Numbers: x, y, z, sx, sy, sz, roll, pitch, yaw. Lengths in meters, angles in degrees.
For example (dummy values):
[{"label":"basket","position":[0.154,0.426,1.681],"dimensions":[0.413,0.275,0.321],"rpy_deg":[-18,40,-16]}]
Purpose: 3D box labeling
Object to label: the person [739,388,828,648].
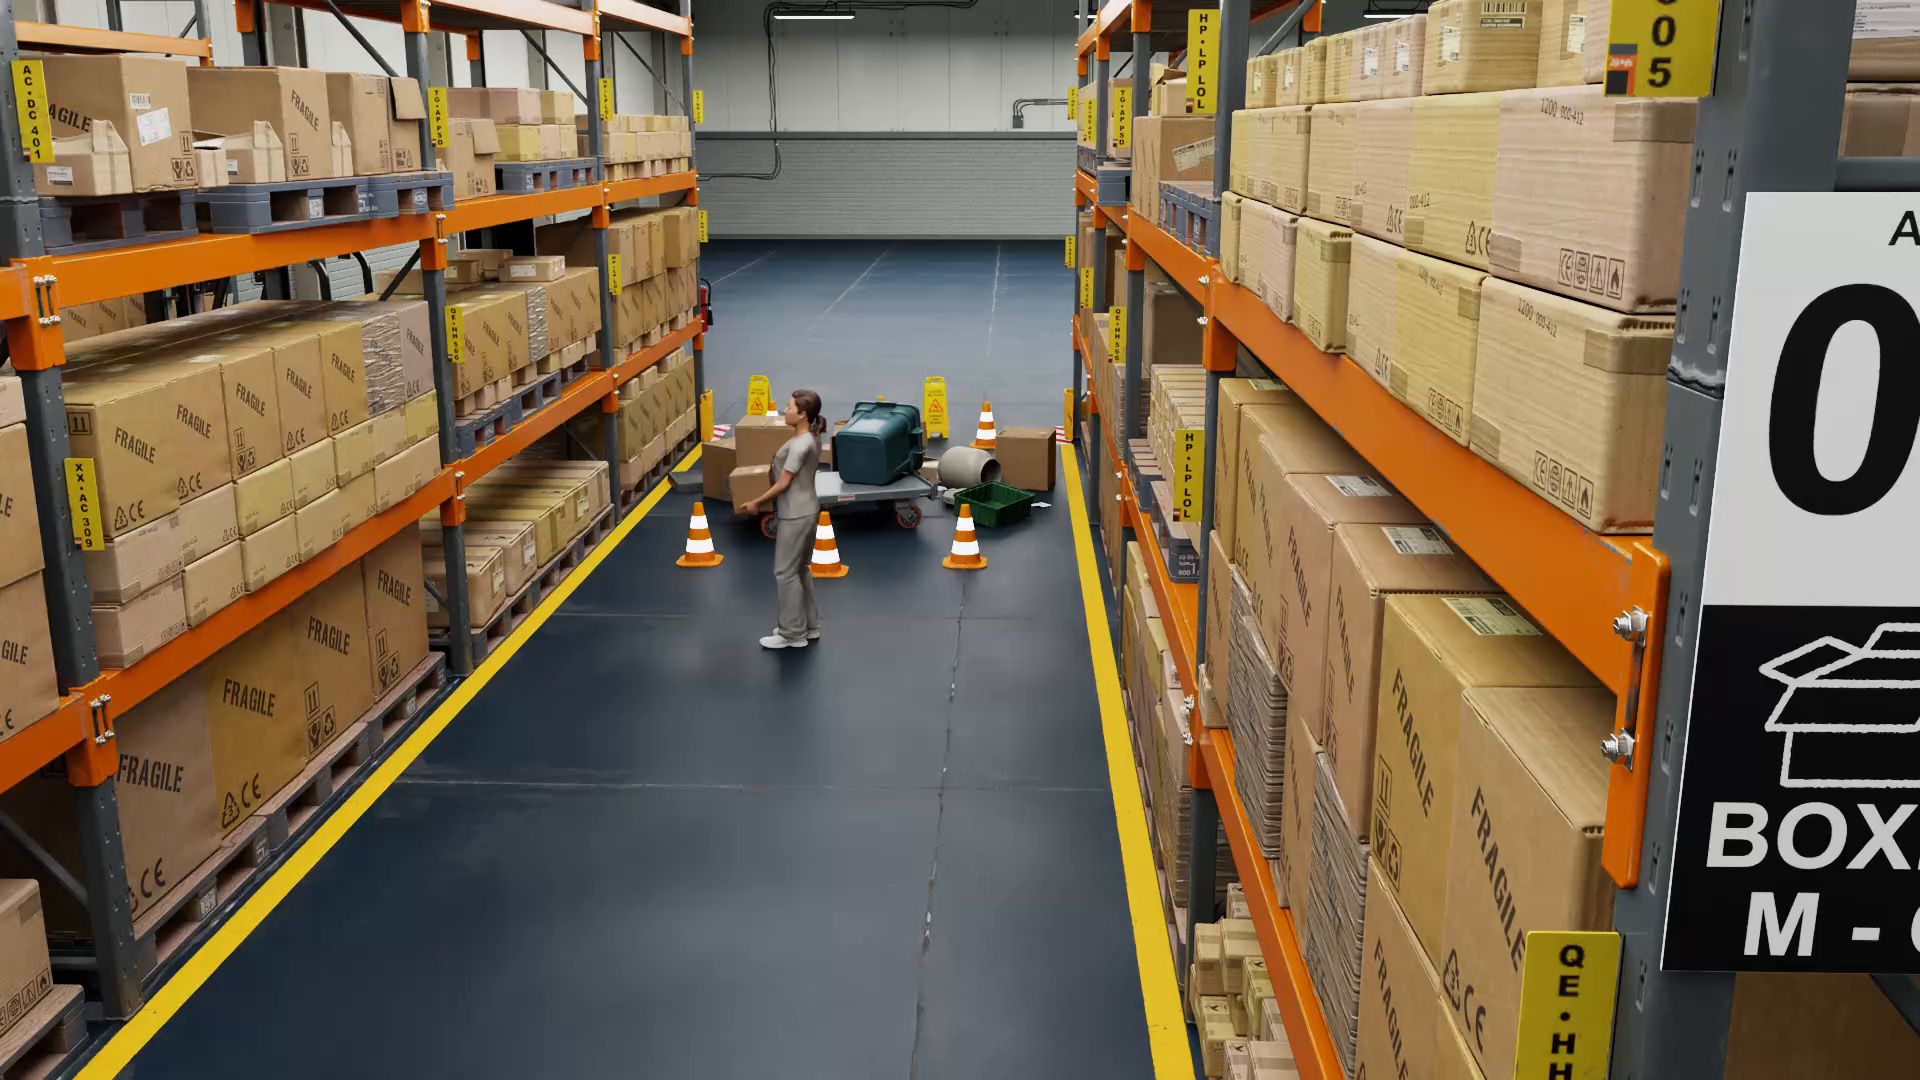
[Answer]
[{"label":"person","position":[-1.110,-0.140,10.590],"dimensions":[0.550,1.662,0.436],"rpy_deg":[1,14,3]}]
